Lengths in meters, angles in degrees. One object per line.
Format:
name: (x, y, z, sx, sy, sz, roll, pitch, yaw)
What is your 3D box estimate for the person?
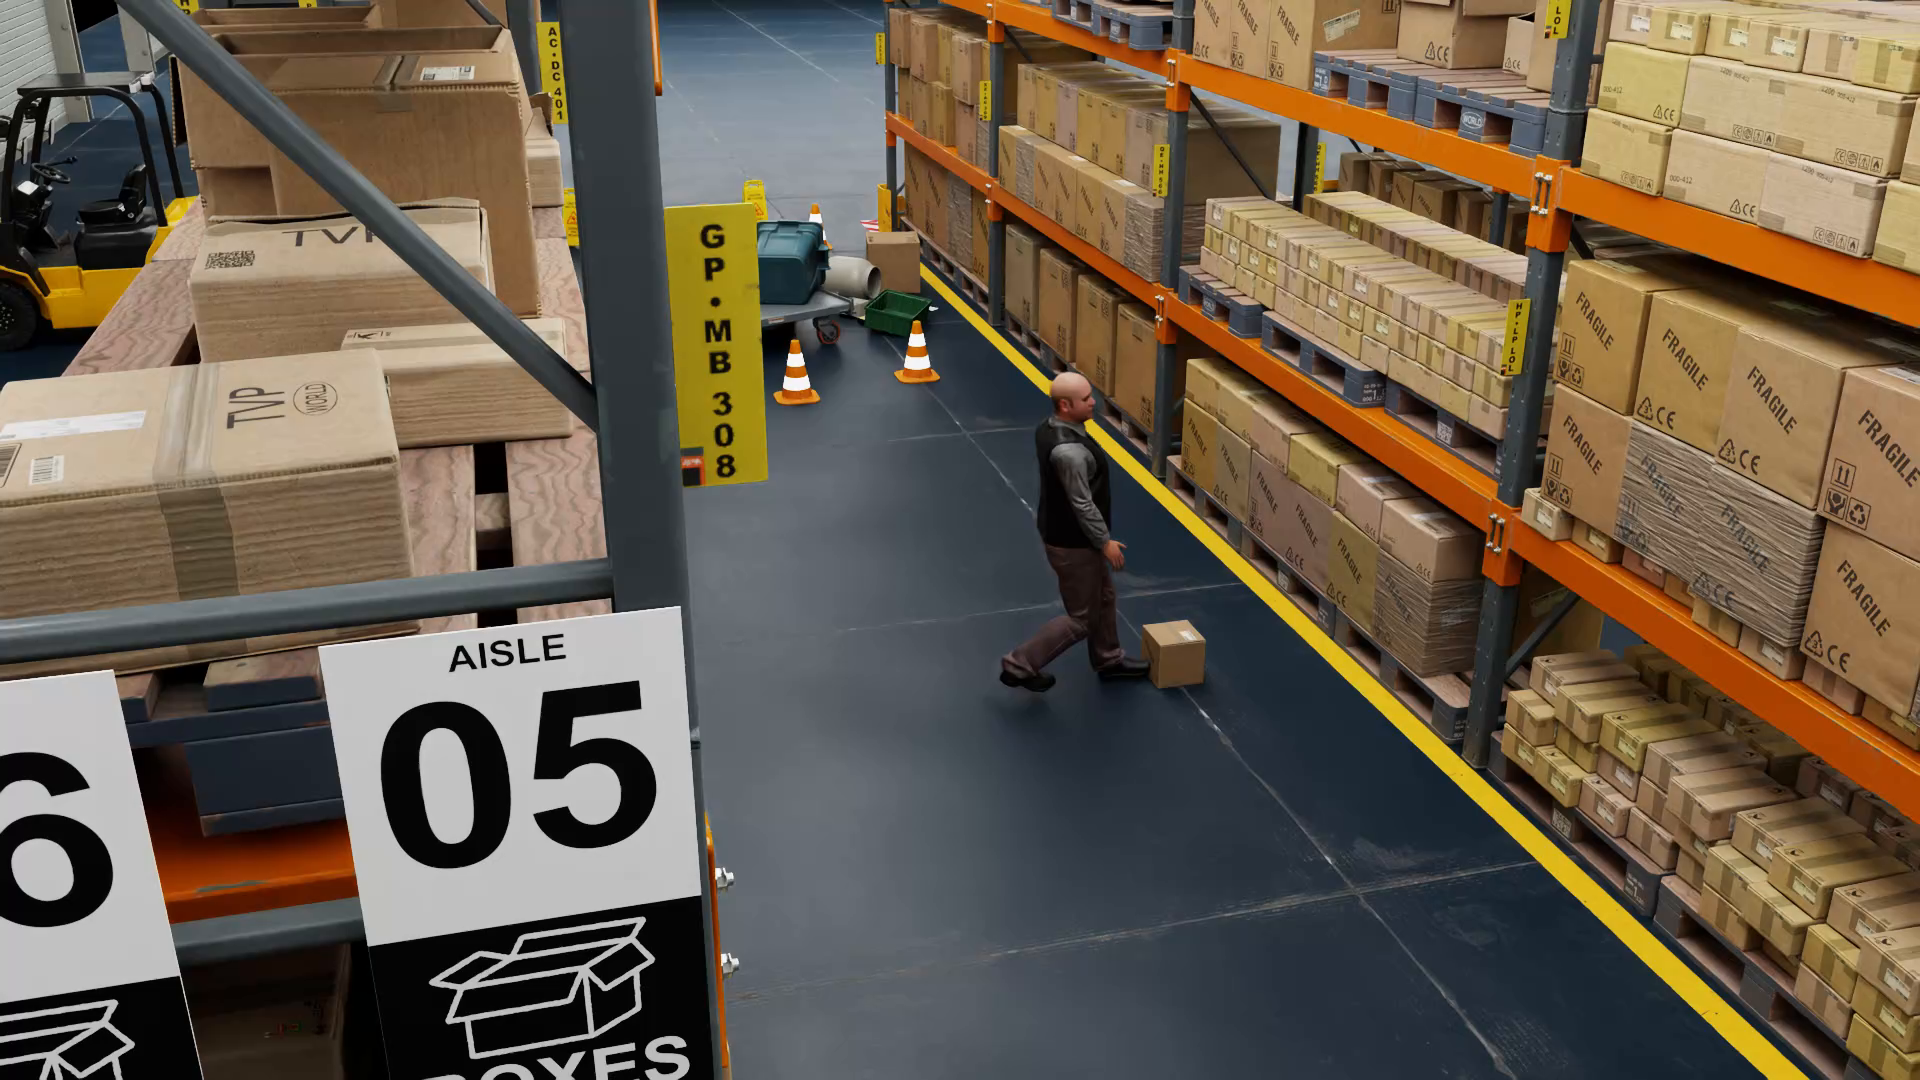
person: (0.605, -0.011, 8.177, 0.844, 1.694, 0.549, -2, 23, -6)
